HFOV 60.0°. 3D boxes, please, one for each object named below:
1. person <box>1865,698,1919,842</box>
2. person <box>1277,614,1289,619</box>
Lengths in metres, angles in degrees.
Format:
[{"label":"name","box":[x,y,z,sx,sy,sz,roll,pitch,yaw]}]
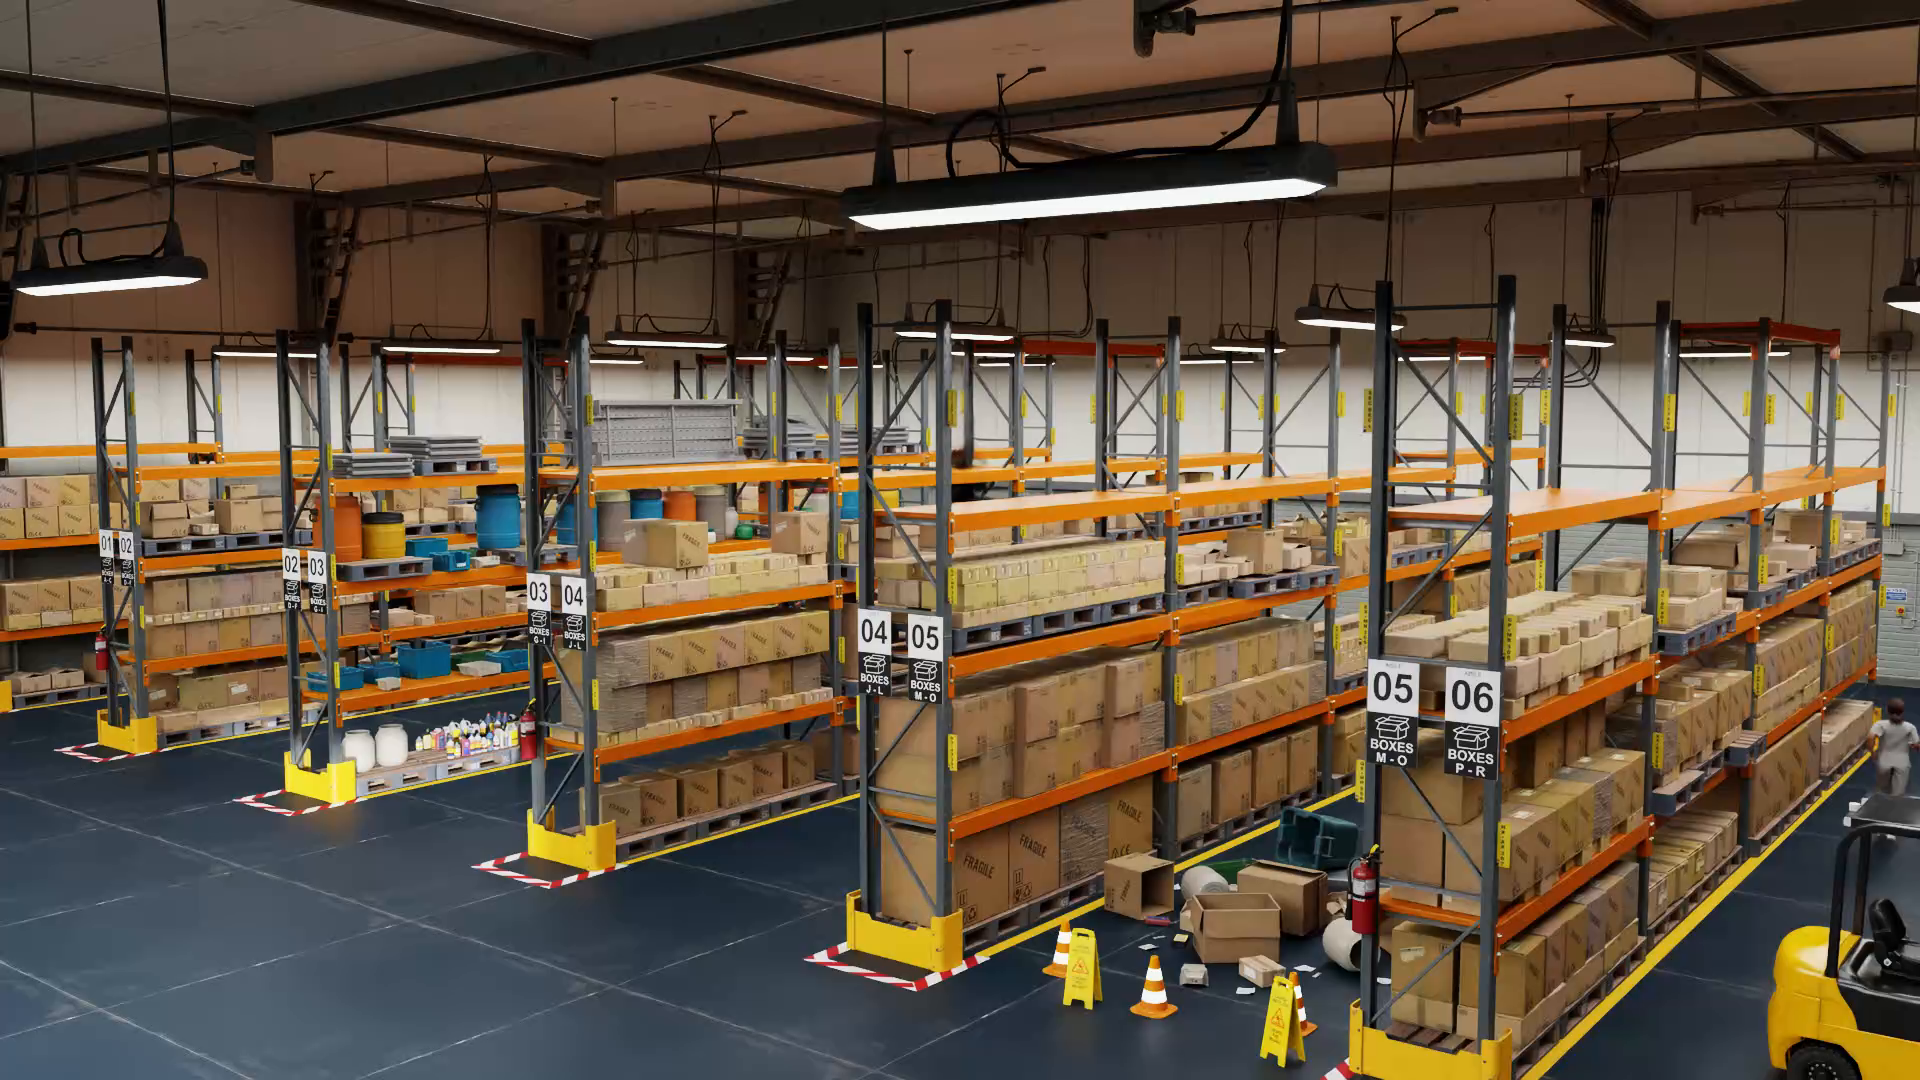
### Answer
[{"label":"person","box":[10.713,2.661,19.117,0.549,1.710,0.728,3,6,31]},{"label":"person","box":[4.948,2.052,25.514,0.704,1.850,0.798,4,6,35]}]
